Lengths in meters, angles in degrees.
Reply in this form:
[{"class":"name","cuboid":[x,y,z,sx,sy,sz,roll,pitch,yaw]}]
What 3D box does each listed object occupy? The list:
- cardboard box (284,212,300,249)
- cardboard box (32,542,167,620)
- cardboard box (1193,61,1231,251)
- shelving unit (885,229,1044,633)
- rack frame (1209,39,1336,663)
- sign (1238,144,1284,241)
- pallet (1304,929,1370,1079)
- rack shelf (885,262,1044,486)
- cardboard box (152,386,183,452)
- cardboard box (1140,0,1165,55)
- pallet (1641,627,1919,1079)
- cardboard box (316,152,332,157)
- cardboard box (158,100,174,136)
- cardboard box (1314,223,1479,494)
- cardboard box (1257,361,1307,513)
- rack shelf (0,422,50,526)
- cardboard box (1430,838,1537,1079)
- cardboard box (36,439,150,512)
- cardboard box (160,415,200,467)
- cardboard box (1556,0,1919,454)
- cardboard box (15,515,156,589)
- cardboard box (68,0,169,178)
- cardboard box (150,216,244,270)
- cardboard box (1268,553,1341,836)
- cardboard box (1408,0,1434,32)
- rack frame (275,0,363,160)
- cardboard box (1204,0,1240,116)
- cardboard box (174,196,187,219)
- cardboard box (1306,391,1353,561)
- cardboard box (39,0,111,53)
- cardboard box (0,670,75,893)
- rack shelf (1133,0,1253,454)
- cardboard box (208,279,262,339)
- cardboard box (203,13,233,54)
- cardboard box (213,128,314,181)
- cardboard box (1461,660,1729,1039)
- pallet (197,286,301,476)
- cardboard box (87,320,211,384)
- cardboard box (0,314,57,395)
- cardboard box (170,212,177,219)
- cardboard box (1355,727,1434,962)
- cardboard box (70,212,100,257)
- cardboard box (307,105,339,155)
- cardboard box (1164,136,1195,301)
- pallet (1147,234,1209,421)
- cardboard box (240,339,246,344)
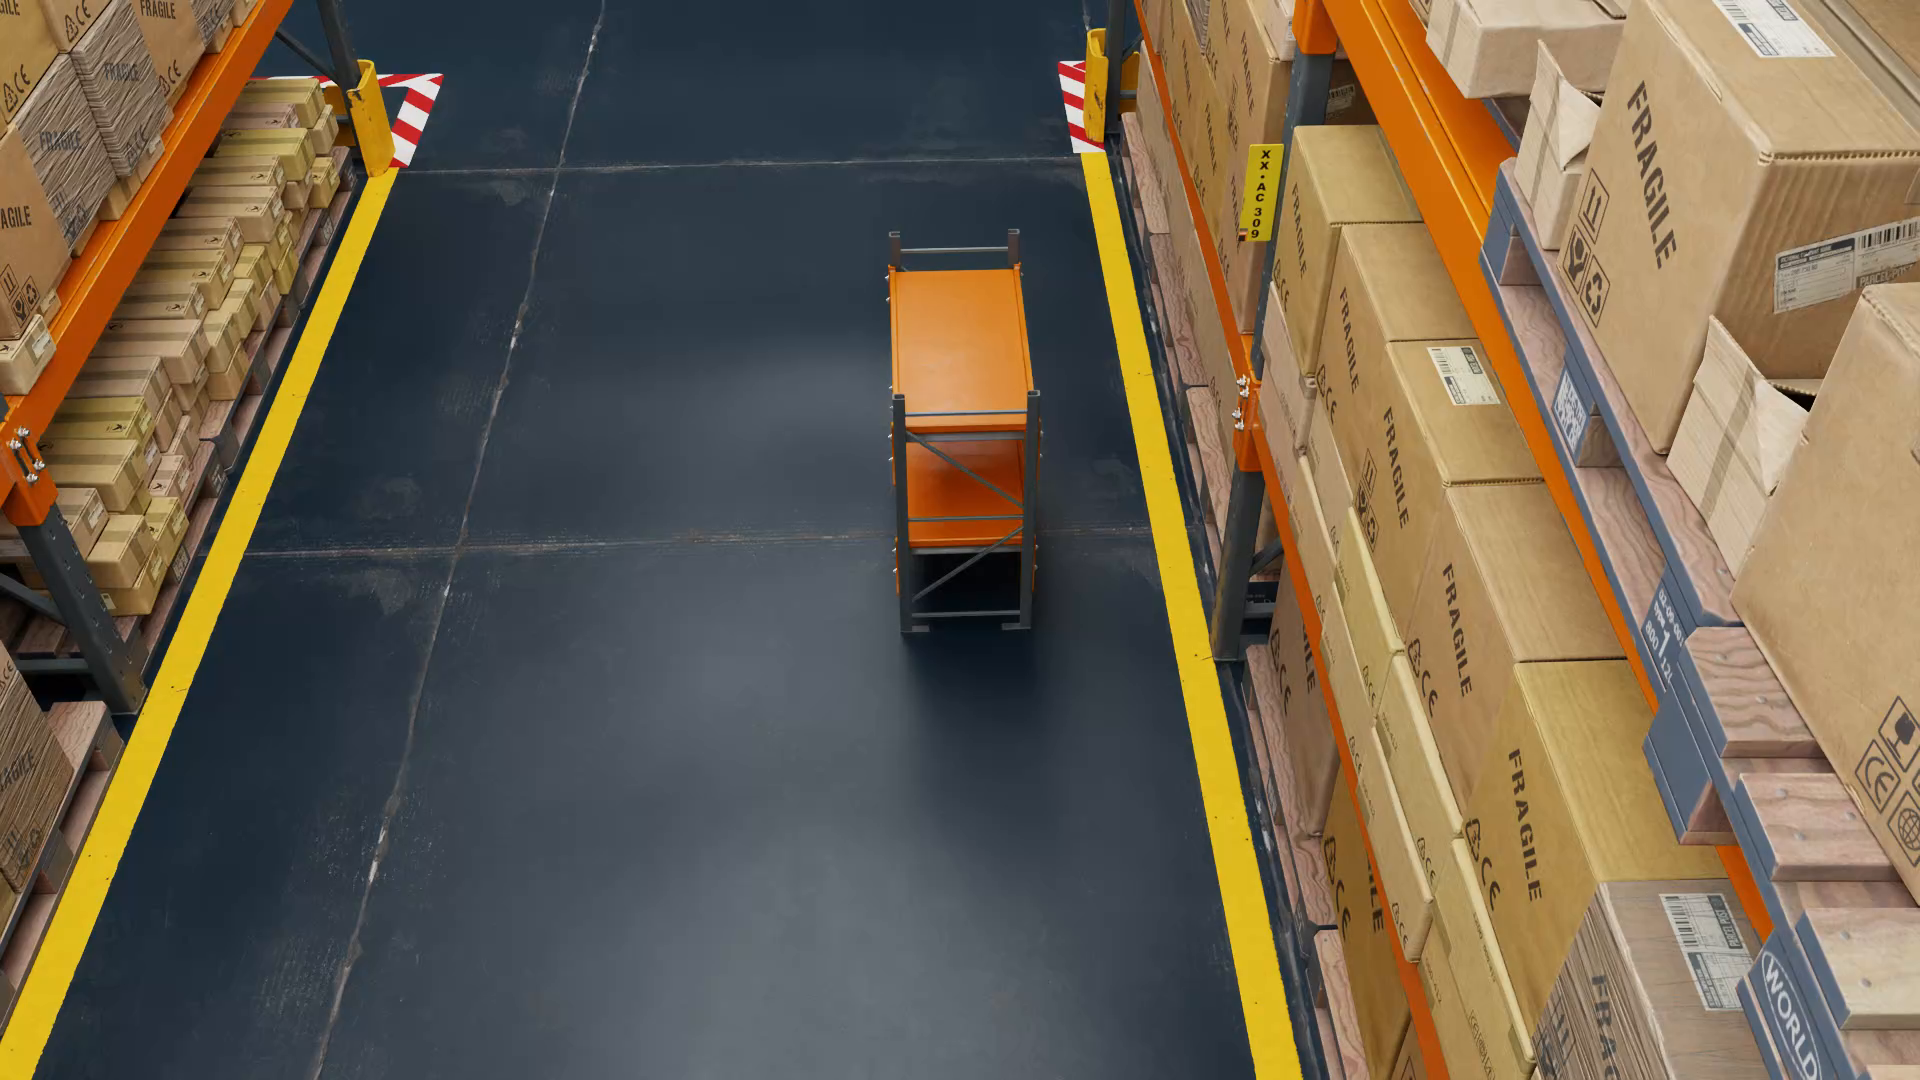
[{"class":"cardboard box","cuboid":[-3.370,-1.427,7.886,0.380,0.149,0.250,-1,43,-1]},{"class":"cardboard box","cuboid":[-3.186,0.151,6.165,0.380,0.149,0.250,-3,43,-4]},{"class":"cardboard box","cuboid":[1.147,-1.391,5.973,0.500,0.500,0.500,-3,43,-3]},{"class":"shelving unit","cuboid":[0.000,-0.419,6.375,0.538,1.125,1.048,-2,43,-2]},{"class":"rack frame","cuboid":[1.450,-0.701,5.295,1.000,3.000,0.127,-2,43,-2]},{"class":"sign","cuboid":[0.896,-1.032,4.957,0.100,0.325,0.005,-2,43,-2]},{"class":"pallet","cuboid":[1.613,1.672,4.770,1.003,0.211,1.213,-2,43,-2]},{"class":"rack shelf","cuboid":[0.000,-0.635,6.177,0.538,0.278,1.000,-2,43,-2]},{"class":"cardboard box","cuboid":[-3.342,-0.472,6.624,0.380,0.149,0.250,-4,43,-4]},{"class":"cardboard box","cuboid":[1.067,-2.421,7.097,0.500,0.500,0.500,-2,43,-2]},{"class":"pallet","cuboid":[1.539,0.530,1.871,1.213,0.211,1.003,0,43,0]},{"class":"cardboard box","cuboid":[-3.430,-1.945,8.451,0.380,0.149,0.250,-1,43,-1]},{"class":"cardboard box","cuboid":[-3.339,-1.666,6.533,0.380,0.149,0.250,0,43,0]},{"class":"cardboard box","cuboid":[1.231,-0.458,4.216,0.500,0.500,0.500,-2,43,-2]},{"class":"cardboard box","cuboid":[1.205,-0.341,5.013,0.500,0.250,0.500,-3,43,-3]},{"class":"rack shelf","cuboid":[-3.406,1.125,3.835,1.077,0.370,4.000,-2,43,-2]},{"class":"cardboard box","cuboid":[1.278,0.860,3.333,0.500,0.250,0.500,-3,43,-3]},{"class":"cardboard box","cuboid":[-3.251,-0.240,6.150,0.380,0.149,0.250,0,43,0]},{"class":"cardboard box","cuboid":[-3.320,-0.365,6.728,0.380,0.149,0.250,-2,43,-3]},{"class":"cardboard box","cuboid":[1.255,-0.479,2.448,0.500,0.500,0.500,-1,43,-1]},{"class":"cardboard box","cuboid":[-3.187,0.042,6.063,0.380,0.149,0.250,0,43,0]},{"class":"cardboard box","cuboid":[-3.274,-1.653,6.040,0.500,0.500,0.500,-2,43,-3]},{"class":"cardboard box","cuboid":[-3.379,-1.284,7.290,0.380,0.149,0.250,-3,43,-3]},{"class":"cardboard box","cuboid":[1.556,0.344,5.416,0.875,0.875,0.875,0,43,0]},{"class":"cardboard box","cuboid":[1.198,-1.395,3.447,0.500,0.500,0.500,-2,43,-3]},{"class":"rack frame","cuboid":[-3.661,-3.191,8.011,1.000,3.000,0.127,-2,43,-2]},{"class":"cardboard box","cuboid":[1.141,-1.760,5.636,0.500,0.500,0.500,-2,43,-2]},{"class":"cardboard box","cuboid":[-3.421,-1.521,7.768,0.380,0.149,0.250,-2,43,-2]},{"class":"cardboard box","cuboid":[1.237,-0.173,4.460,0.500,0.250,0.500,-1,43,-1]},{"class":"cardboard box","cuboid":[-3.295,-2.008,5.686,0.500,0.500,0.500,-1,43,-1]},{"class":"cardboard box","cuboid":[-3.208,0.769,5.231,0.500,0.500,0.500,-2,43,-3]},{"class":"rack shelf","cuboid":[1.365,-1.786,7.011,1.077,0.370,4.000,-2,43,-2]},{"class":"cardboard box","cuboid":[-3.263,-0.998,7.197,0.380,0.149,0.250,-1,43,-1]},{"class":"cardboard box","cuboid":[-3.350,-2.198,7.114,0.380,0.149,0.250,-3,43,-4]},{"class":"cardboard box","cuboid":[-3.294,-1.821,7.876,0.380,0.149,0.250,-3,43,-3]},{"class":"cardboard box","cuboid":[1.292,0.571,3.093,0.500,0.500,0.500,-2,43,-2]},{"class":"pallet","cuboid":[-3.610,-0.740,7.402,1.003,0.211,1.213,-2,43,-2]},{"class":"cardboard box","cuboid":[-3.274,-0.759,6.717,0.380,0.149,0.250,-1,43,-1]},{"class":"cardboard box","cuboid":[-3.176,-0.598,5.369,0.380,0.149,0.250,0,43,0]},{"class":"cardboard box","cuboid":[-3.848,-1.590,8.064,0.380,0.149,0.250,-1,43,-1]},{"class":"cardboard box","cuboid":[1.246,0.693,3.885,0.500,0.250,0.500,-2,43,-2]},{"class":"cardboard box","cuboid":[-3.331,-1.133,5.952,0.380,0.149,0.250,-3,43,-4]},{"class":"cardboard box","cuboid":[-3.354,-2.056,8.352,0.380,0.149,0.250,-3,43,-3]},{"class":"cardboard box","cuboid":[1.455,-1.551,7.808,0.875,0.438,0.875,-1,43,-1]},{"class":"pallet","cuboid":[1.441,-1.014,7.700,1.003,0.211,1.213,-2,43,-2]},{"class":"cardboard box","cuboid":[-3.369,-0.899,7.310,0.380,0.149,0.250,-1,43,-1]}]
